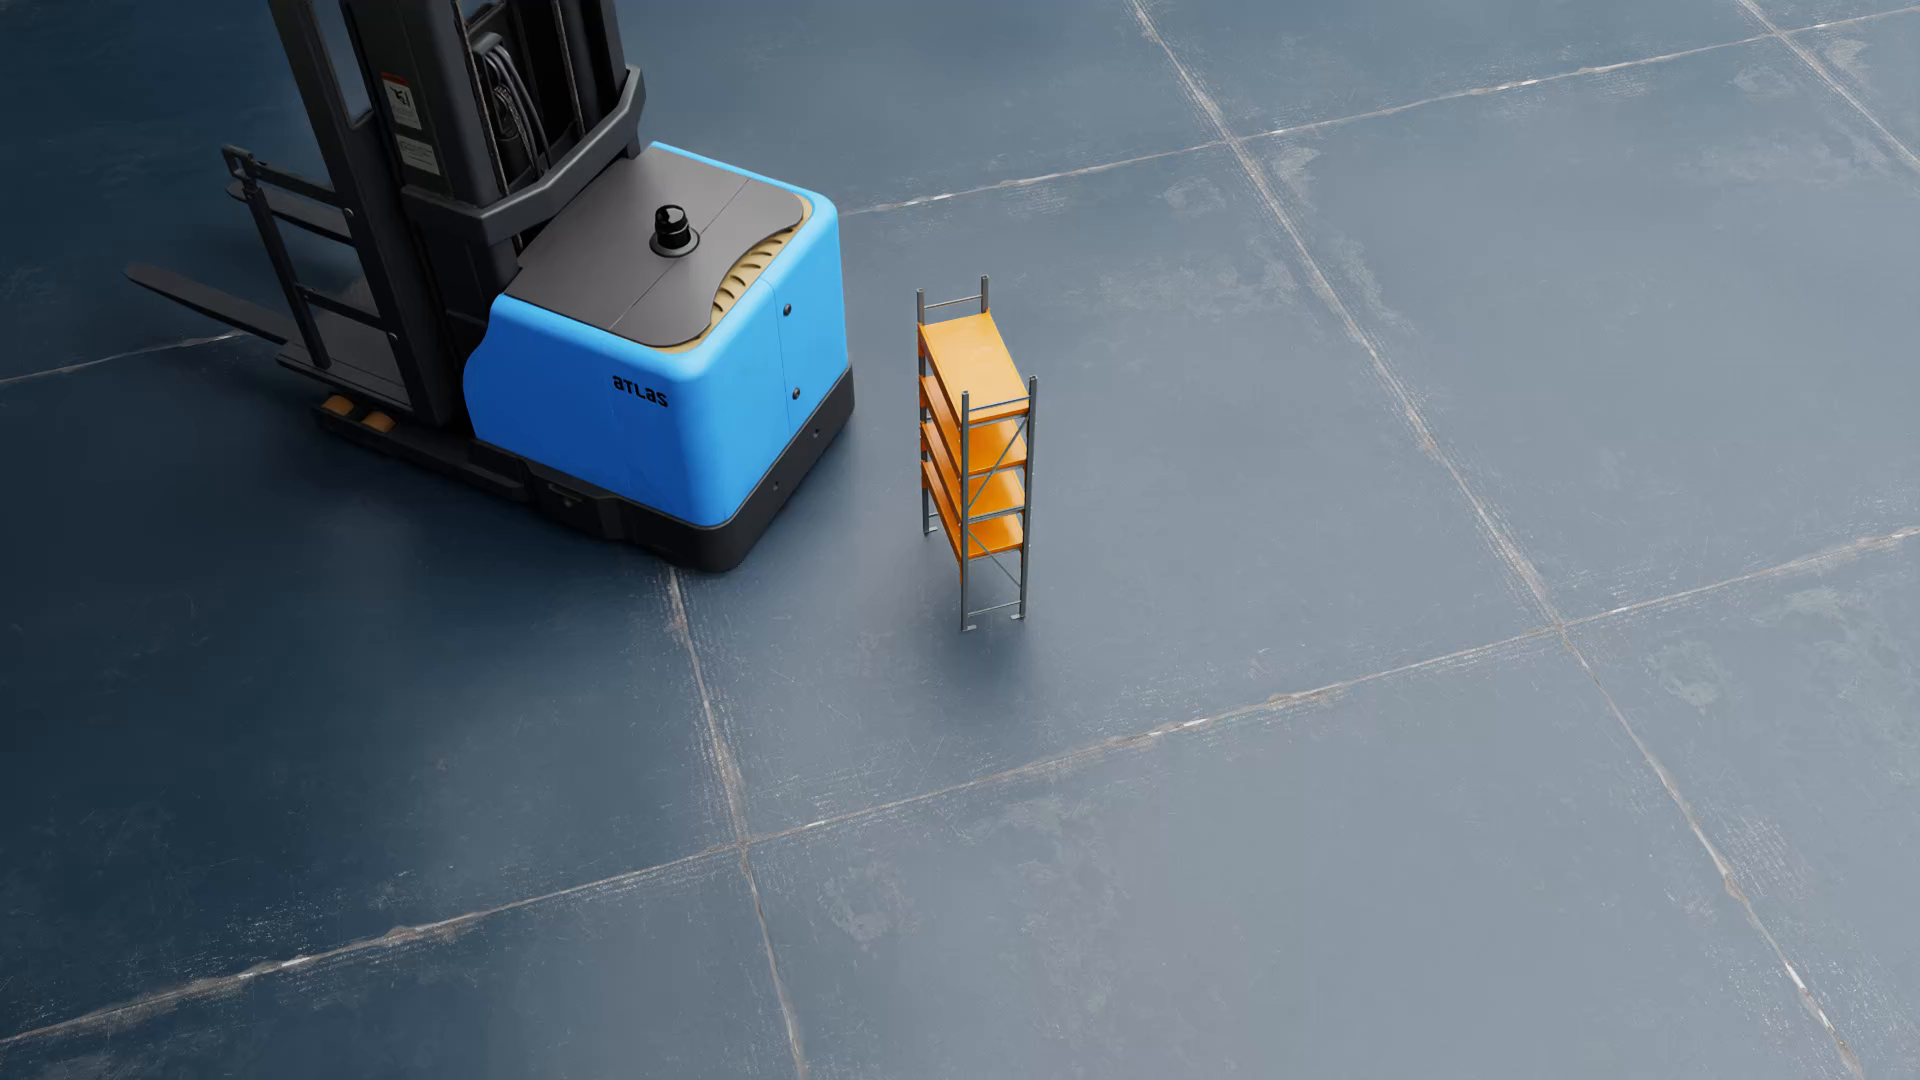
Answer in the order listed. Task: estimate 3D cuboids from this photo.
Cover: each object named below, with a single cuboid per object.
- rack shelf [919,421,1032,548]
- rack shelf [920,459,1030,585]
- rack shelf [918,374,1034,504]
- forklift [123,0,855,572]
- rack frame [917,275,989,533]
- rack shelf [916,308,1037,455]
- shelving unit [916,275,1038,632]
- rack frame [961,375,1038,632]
[{"bbox_3d":[0.049,-0.222,5.741,0.258,0.148,0.480,-13,51,-11],"label":"rack shelf"},{"bbox_3d":[0.049,-0.094,5.893,0.258,0.148,0.480,-13,51,-11],"label":"rack shelf"},{"bbox_3d":[0.049,-0.367,5.570,0.258,0.148,0.480,-13,51,-11],"label":"rack shelf"},{"bbox_3d":[-1.971,-1.628,5.705,3.031,2.935,1.130,21,53,17],"label":"forklift"},{"bbox_3d":[-0.023,-0.444,5.840,0.240,1.200,0.015,-13,51,-11],"label":"rack frame"},{"bbox_3d":[0.049,-0.519,5.389,0.258,0.148,0.480,-13,51,-11],"label":"rack shelf"},{"bbox_3d":[0.049,-0.266,5.689,0.258,1.200,0.503,-13,51,-11],"label":"shelving unit"},{"bbox_3d":[0.121,-0.088,5.539,0.240,1.200,0.015,-13,51,-11],"label":"rack frame"}]
